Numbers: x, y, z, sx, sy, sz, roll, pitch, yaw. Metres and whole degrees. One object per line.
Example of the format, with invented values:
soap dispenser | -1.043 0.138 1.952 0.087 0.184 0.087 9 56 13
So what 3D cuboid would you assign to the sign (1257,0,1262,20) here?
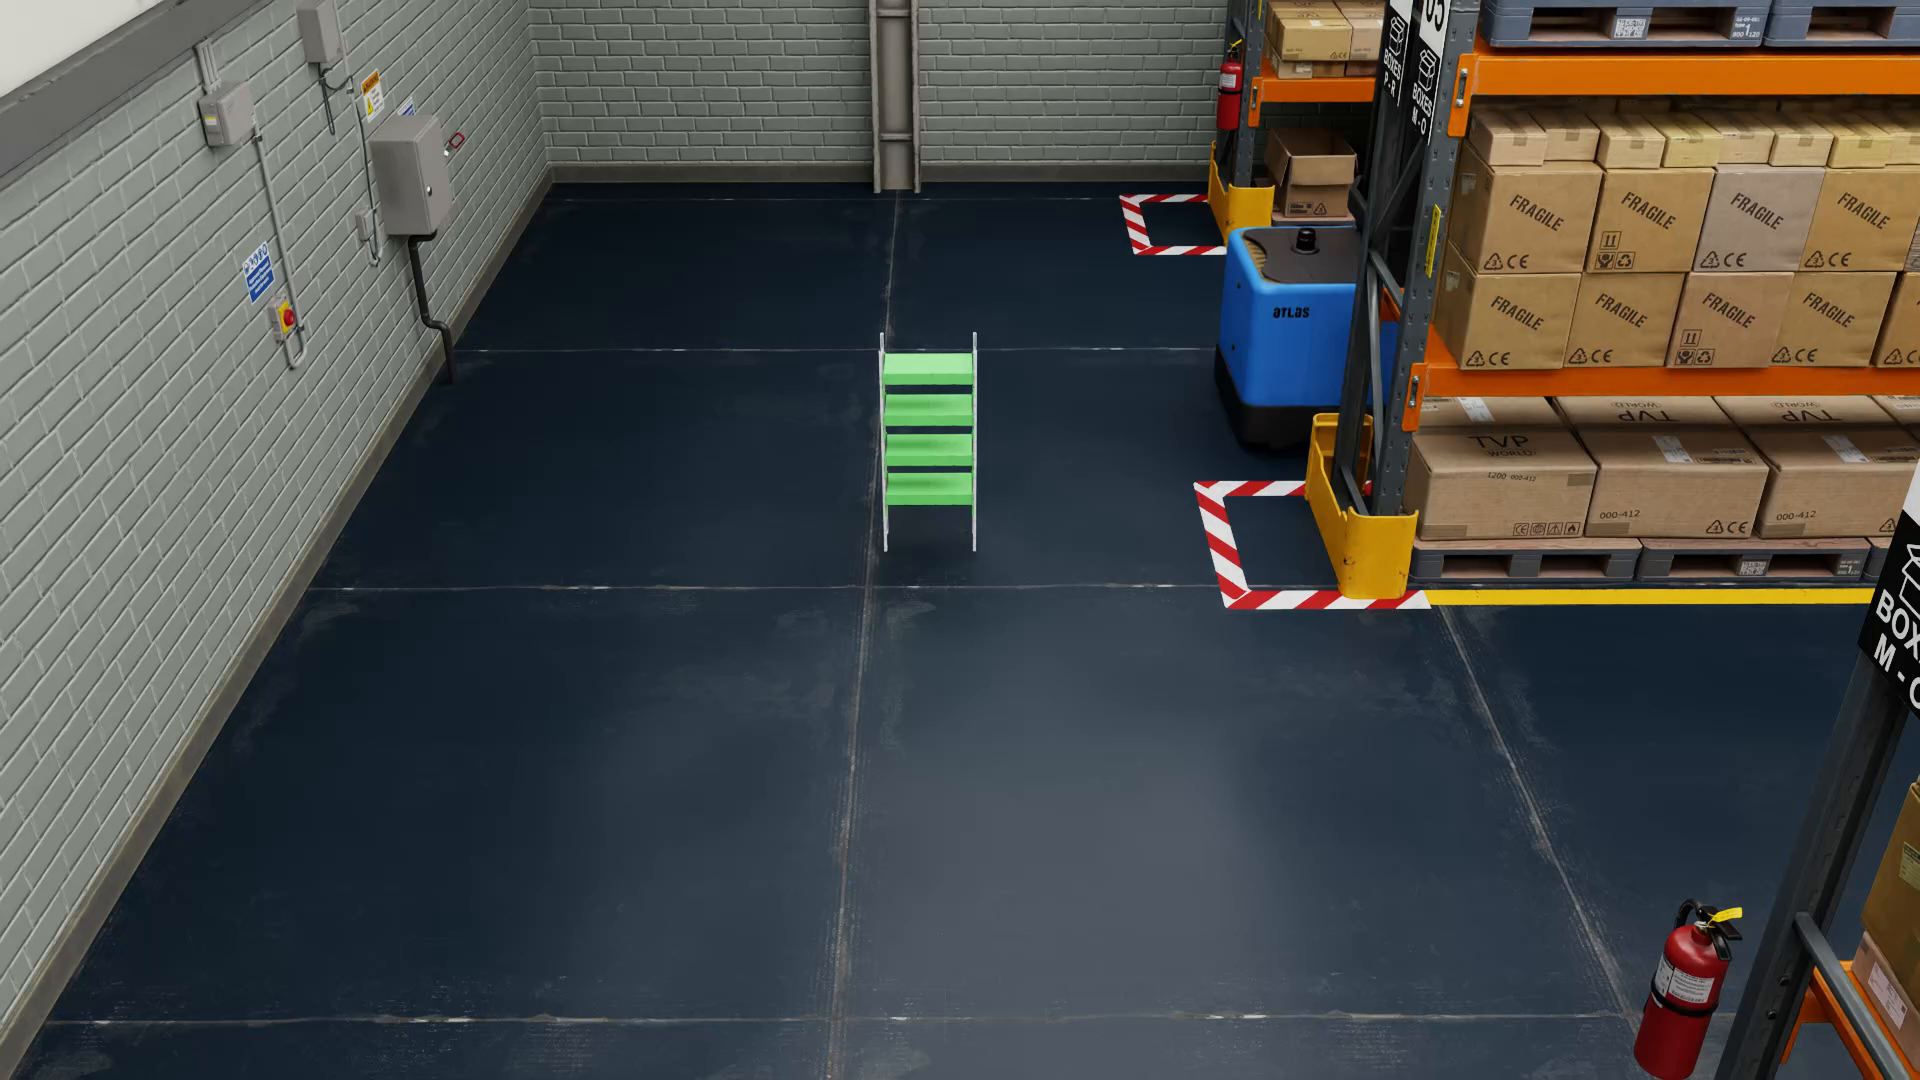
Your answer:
sign | 2.171 -3.937 12.013 0.005 0.325 0.100 0 31 0

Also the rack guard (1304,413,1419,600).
rack guard | 2.177 -0.205 9.106 0.348 0.500 1.175 0 31 0

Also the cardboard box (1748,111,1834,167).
cardboard box | 3.855 -1.876 7.764 0.250 0.149 0.380 0 31 0

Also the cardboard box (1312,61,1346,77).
cardboard box | 2.752 -3.625 12.575 0.250 0.149 0.380 1 31 1

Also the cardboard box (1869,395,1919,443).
cardboard box | 5.573 -0.424 9.123 0.875 0.438 0.875 -1 31 -1

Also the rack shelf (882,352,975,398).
rack shelf | -0.166 -0.868 8.722 0.480 0.148 0.258 0 31 0

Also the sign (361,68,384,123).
sign | -3.511 -2.658 9.943 0.001 0.242 0.339 0 31 0

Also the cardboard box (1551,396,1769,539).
cardboard box | 3.776 -0.419 9.115 0.875 0.438 0.875 1 31 1

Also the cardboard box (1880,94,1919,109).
cardboard box | 4.607 -2.138 8.196 0.250 0.149 0.380 0 31 0

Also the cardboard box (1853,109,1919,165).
cardboard box | 4.371 -1.888 7.785 0.250 0.149 0.380 0 31 0

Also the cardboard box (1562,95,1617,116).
cardboard box | 3.070 -2.184 8.273 0.250 0.149 0.380 0 31 -1

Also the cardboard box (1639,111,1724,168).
cardboard box | 3.343 -1.868 7.752 0.250 0.149 0.380 -1 31 -2

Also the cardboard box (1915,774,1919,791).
cardboard box | 2.788 0.565 4.079 0.500 0.500 0.500 -1 31 -1

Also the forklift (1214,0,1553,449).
forklift | 3.191 -2.074 9.844 3.031 2.935 1.130 -1 31 -2

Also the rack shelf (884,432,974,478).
rack shelf | -0.166 -0.458 8.971 0.480 0.148 0.258 0 31 0

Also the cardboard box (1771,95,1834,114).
cardboard box | 4.097 -2.150 8.216 0.250 0.149 0.380 1 31 1

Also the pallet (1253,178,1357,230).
pallet | 3.041 -2.660 13.430 1.213 0.211 1.003 0 31 0

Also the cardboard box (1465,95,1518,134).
cardboard box | 2.559 -2.127 8.178 0.250 0.149 0.380 0 31 0

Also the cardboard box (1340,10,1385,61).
cardboard box | 3.127 -3.775 12.438 0.500 0.250 0.500 0 31 0

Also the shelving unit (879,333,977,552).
shelving unit | -0.166 -0.512 8.938 0.503 1.200 0.258 0 31 0

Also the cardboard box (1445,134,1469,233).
cardboard box | 2.682 -1.869 8.379 0.500 0.500 0.500 1 31 1

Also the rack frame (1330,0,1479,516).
rack frame | 2.201 -1.274 8.458 0.127 3.000 1.000 0 31 0

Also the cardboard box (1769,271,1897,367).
cardboard box | 4.198 -1.188 8.220 0.500 0.500 0.500 1 31 1

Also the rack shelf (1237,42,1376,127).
rack shelf | 4.167 -3.547 12.899 4.000 0.370 1.077 0 31 0

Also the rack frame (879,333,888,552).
rack frame | -0.410 -0.512 8.937 0.015 1.200 0.240 0 31 0

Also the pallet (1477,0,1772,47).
pallet | 2.943 -2.526 7.716 1.213 0.211 1.003 0 31 0

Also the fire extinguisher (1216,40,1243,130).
fire extinguisher | 2.023 -3.416 12.423 0.183 0.674 0.296 0 31 0

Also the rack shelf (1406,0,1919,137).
rack shelf | 4.201 -2.255 7.877 4.000 0.370 1.077 0 31 0

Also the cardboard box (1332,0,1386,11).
cardboard box | 3.142 -4.052 12.894 0.500 0.250 0.500 0 31 0

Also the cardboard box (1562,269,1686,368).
cardboard box | 3.189 -1.185 8.216 0.500 0.500 0.500 -1 31 -1

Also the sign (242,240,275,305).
sign | -3.498 -1.335 8.297 0.001 0.218 0.327 0 31 0

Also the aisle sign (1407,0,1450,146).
aisle sign | 2.131 -2.235 7.535 0.004 0.787 0.394 0 31 0

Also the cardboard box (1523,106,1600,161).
cardboard box | 2.819 -1.917 7.832 0.250 0.149 0.380 1 31 1

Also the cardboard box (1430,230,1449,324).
cardboard box | 2.682 -1.456 8.661 0.500 0.500 0.500 0 31 0

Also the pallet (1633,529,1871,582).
pallet | 4.217 -0.127 9.256 1.213 0.211 1.003 0 31 0

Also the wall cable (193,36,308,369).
wall cable | -3.437 -1.692 8.137 0.123 1.953 0.585 0 31 0

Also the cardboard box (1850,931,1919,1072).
cardboard box | 2.656 1.253 4.535 0.250 0.149 0.380 0 31 0

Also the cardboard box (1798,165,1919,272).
cardboard box | 4.213 -1.611 7.953 0.500 0.500 0.500 0 31 0

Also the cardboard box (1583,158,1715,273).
cardboard box | 3.199 -1.603 7.940 0.500 0.500 0.500 -1 31 -2

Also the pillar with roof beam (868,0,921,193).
pillar with roof beam | -0.508 -4.640 8.222 0.400 9.000 9.100 0 31 0

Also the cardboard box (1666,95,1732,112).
cardboard box | 3.584 -2.128 8.180 0.250 0.149 0.380 0 31 -1

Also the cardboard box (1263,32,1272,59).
cardboard box | 2.497 -3.882 12.998 0.250 0.149 0.380 -1 31 -1
